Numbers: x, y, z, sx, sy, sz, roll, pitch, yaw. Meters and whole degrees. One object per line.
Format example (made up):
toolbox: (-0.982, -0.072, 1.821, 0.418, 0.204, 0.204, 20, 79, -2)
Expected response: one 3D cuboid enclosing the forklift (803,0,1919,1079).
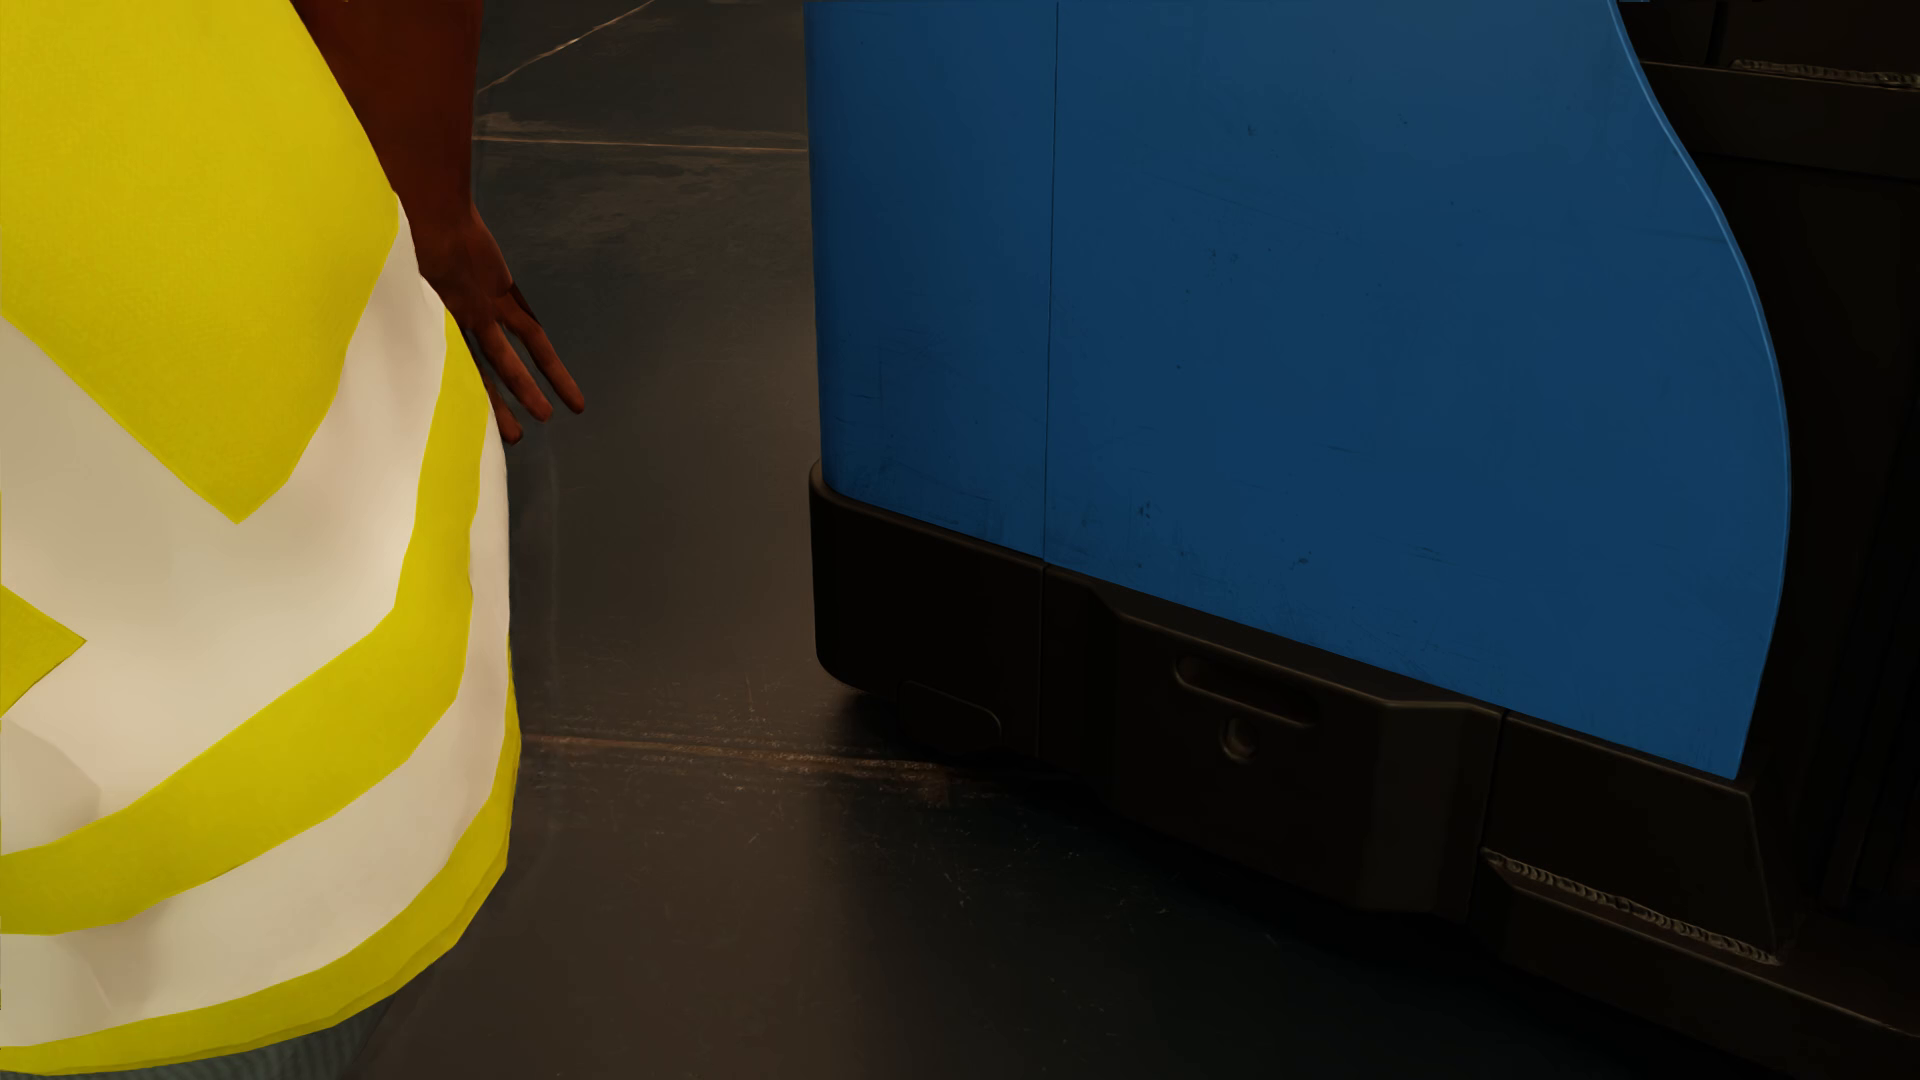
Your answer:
forklift: (1.316, -0.897, 1.016, 3.031, 2.935, 1.130, 18, 32, 31)
